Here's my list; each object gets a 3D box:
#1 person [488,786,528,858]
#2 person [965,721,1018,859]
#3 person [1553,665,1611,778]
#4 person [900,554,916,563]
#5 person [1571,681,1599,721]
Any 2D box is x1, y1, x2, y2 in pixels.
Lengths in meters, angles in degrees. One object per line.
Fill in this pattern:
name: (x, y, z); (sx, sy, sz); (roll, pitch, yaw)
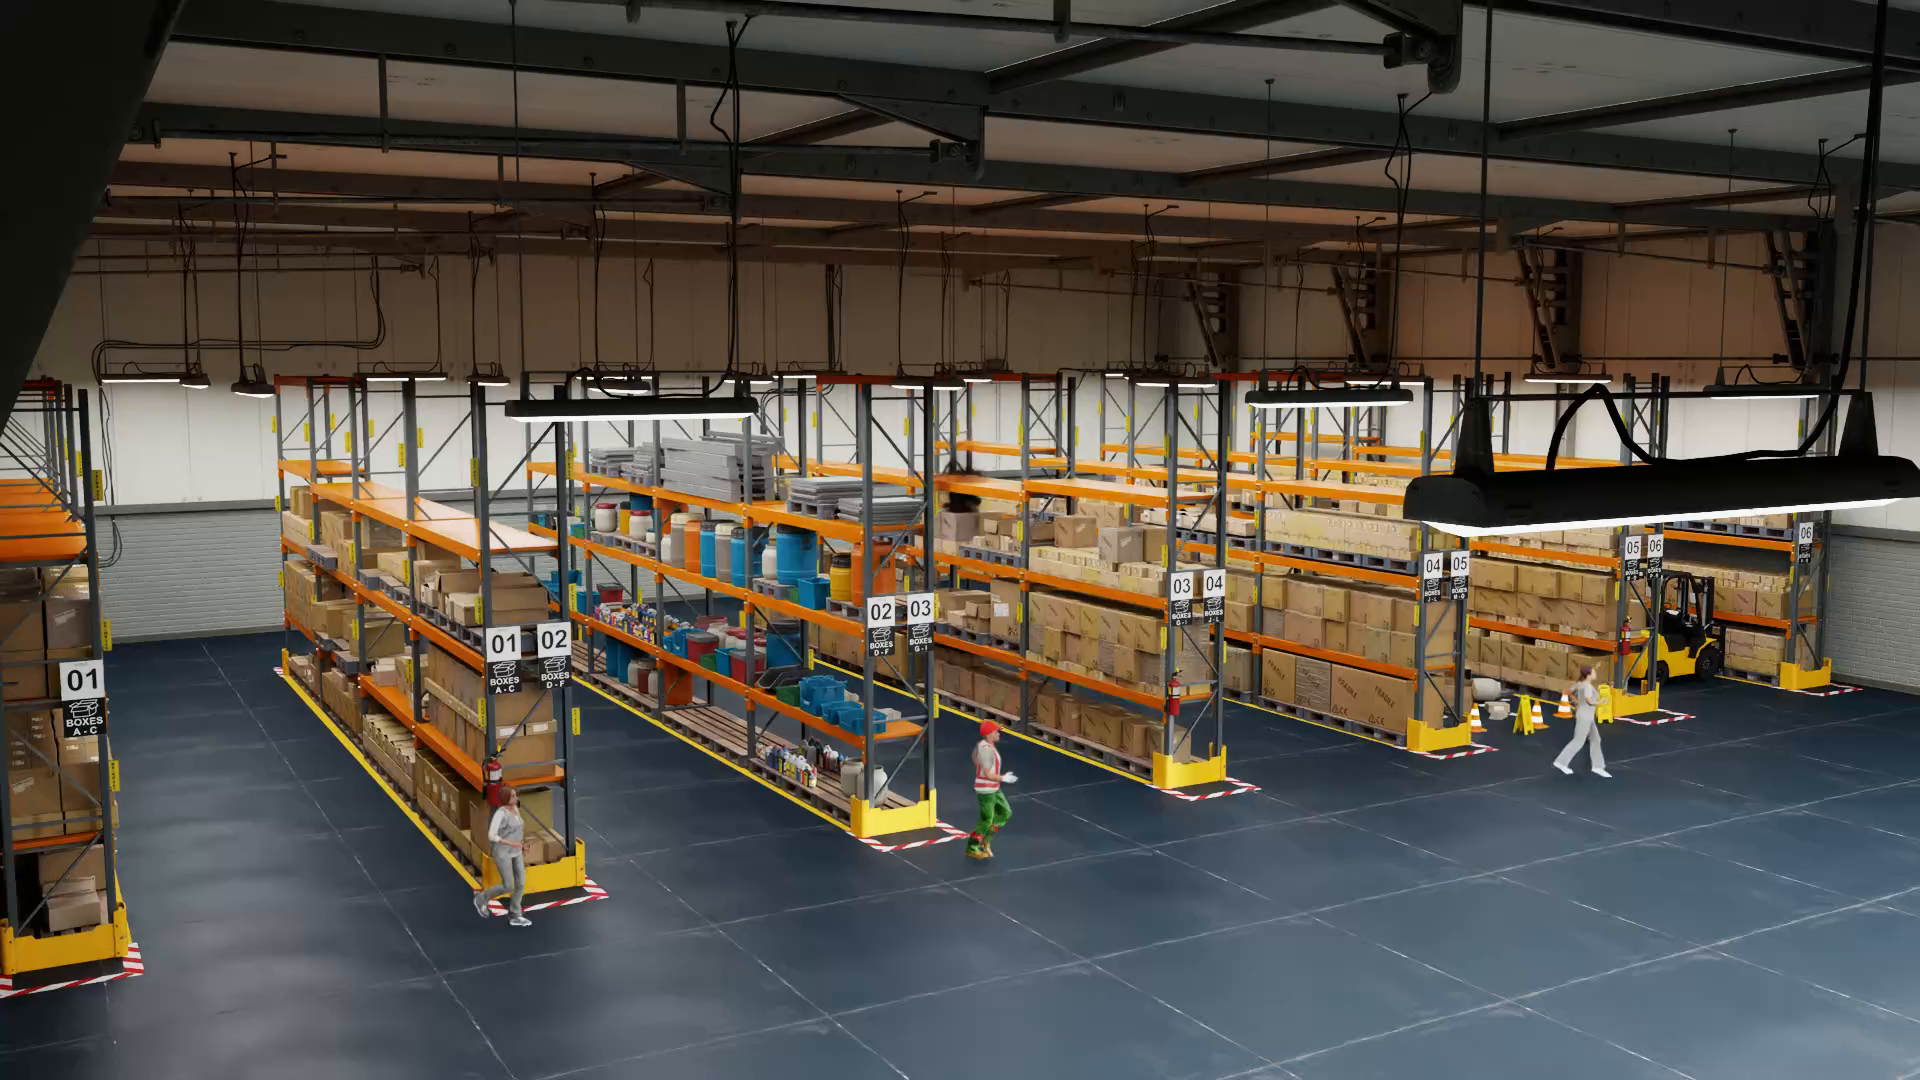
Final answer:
person: (-4.996, 3.140, 18.533); (0.420, 0.796, 0.571); (2, 6, 16)
person: (-4.547, 2.586, 26.264); (11.703, 1.788, 10.104); (1, 6, 6)
person: (9.446, 2.743, 25.198); (0.858, 1.700, 0.570); (1, 6, 12)
person: (-1.458, 1.045, 41.632); (0.485, 1.465, 0.769); (-4, 8, -35)
person: (0.027, 2.404, 28.353); (11.114, 1.660, 17.549); (-5, 8, -39)
